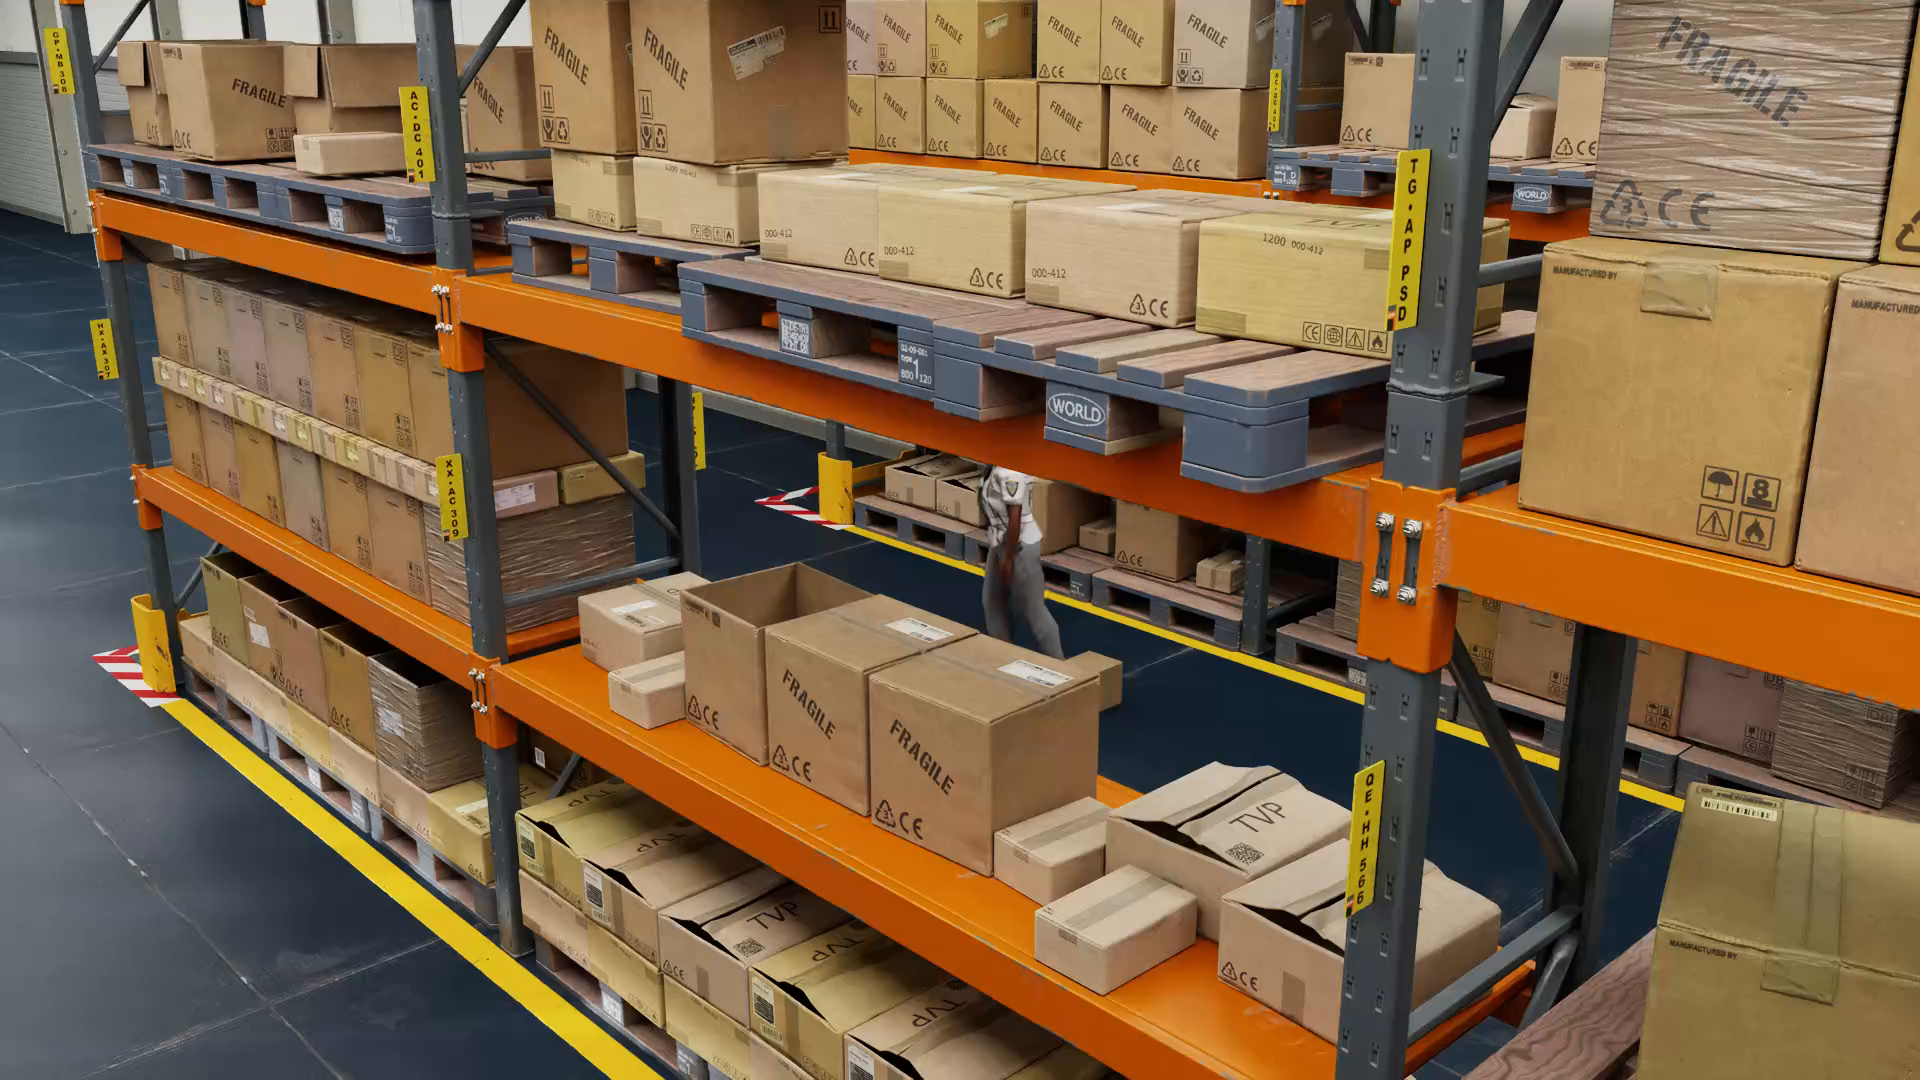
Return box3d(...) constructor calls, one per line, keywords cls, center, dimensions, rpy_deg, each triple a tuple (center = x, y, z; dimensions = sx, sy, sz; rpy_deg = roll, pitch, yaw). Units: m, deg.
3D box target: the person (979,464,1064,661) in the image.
box3d(cls="person", center=(0.317, 0.041, 9.402), dimensions=(0.588, 1.661, 0.498), rpy_deg=(-1, 17, -4))
